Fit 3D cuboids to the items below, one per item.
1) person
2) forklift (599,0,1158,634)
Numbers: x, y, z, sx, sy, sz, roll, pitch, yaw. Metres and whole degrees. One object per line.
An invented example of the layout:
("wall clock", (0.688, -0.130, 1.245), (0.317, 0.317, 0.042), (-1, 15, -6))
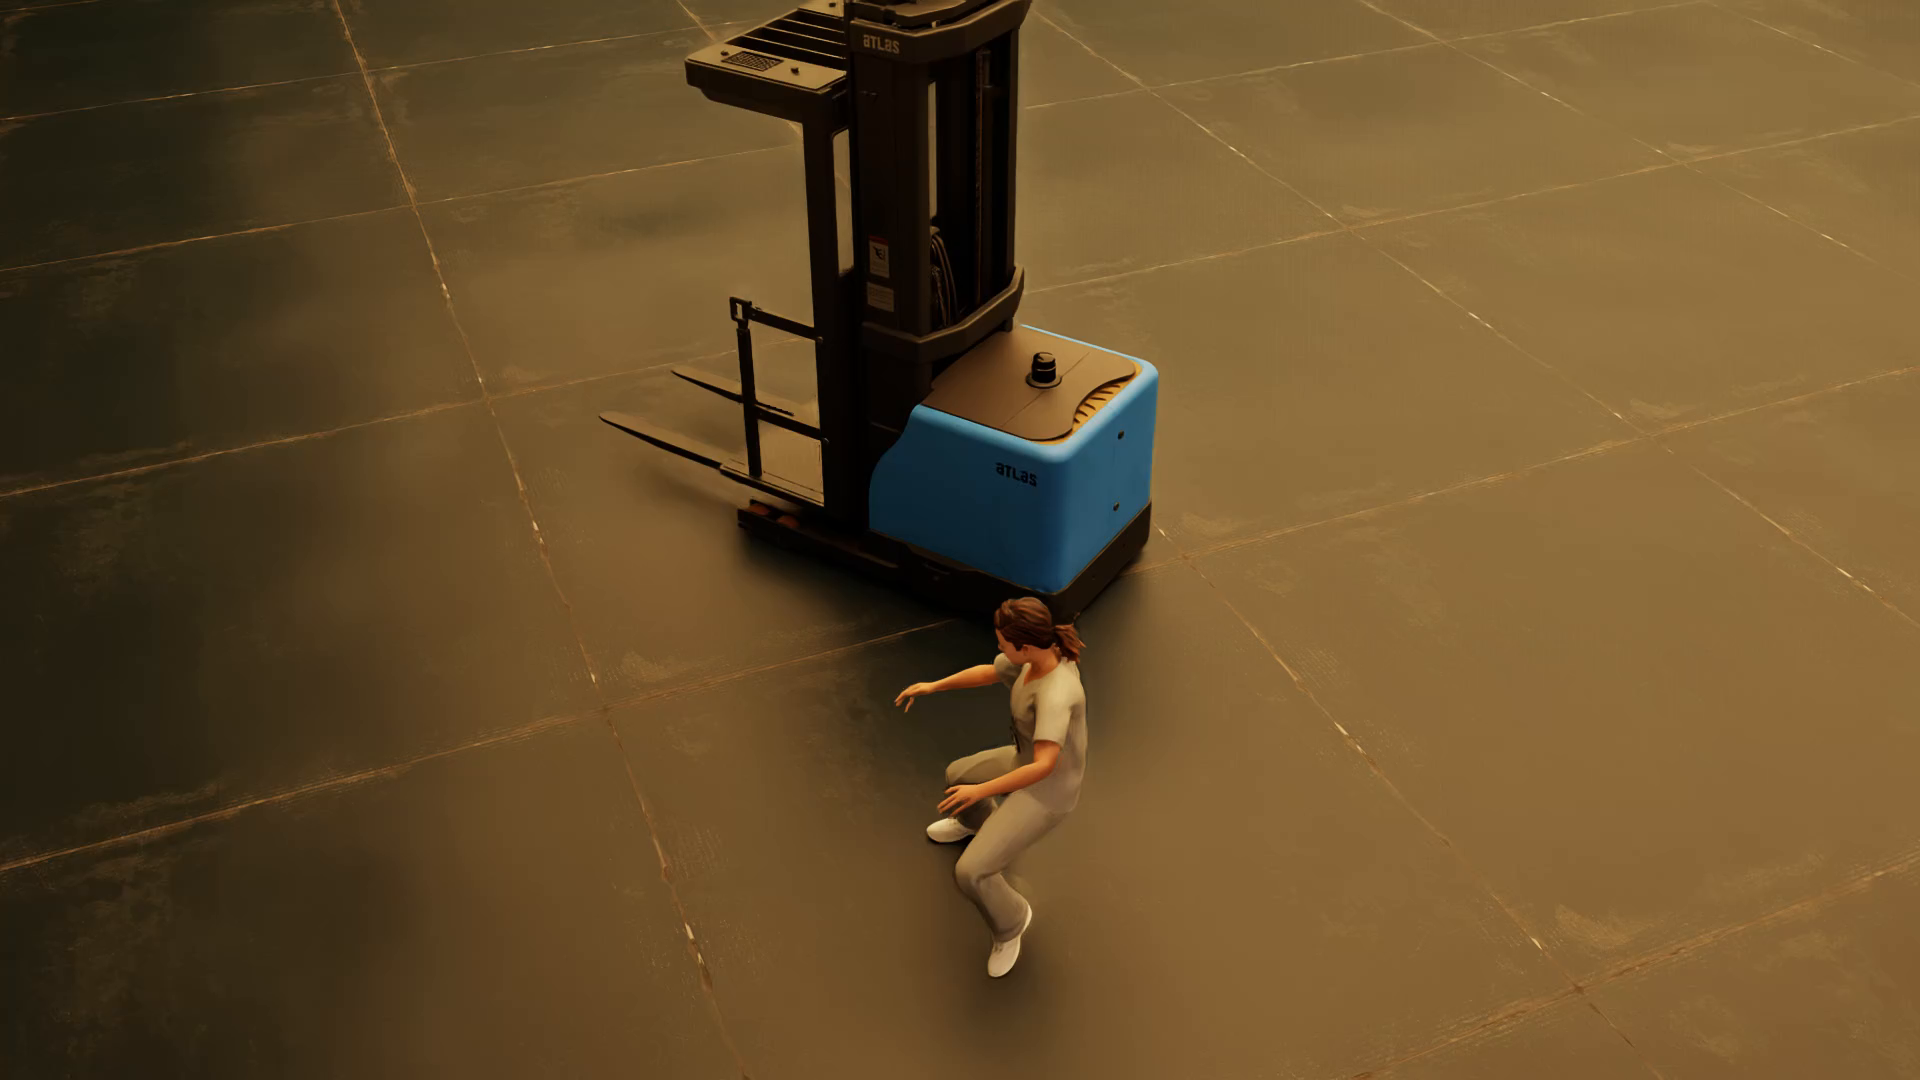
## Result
("person", (0.113, 0.846, 6.173), (0.694, 1.466, 0.913), (-2, 35, -3))
("forklift", (-0.551, -1.391, 8.055), (3.031, 2.935, 1.130), (20, 40, 26))
